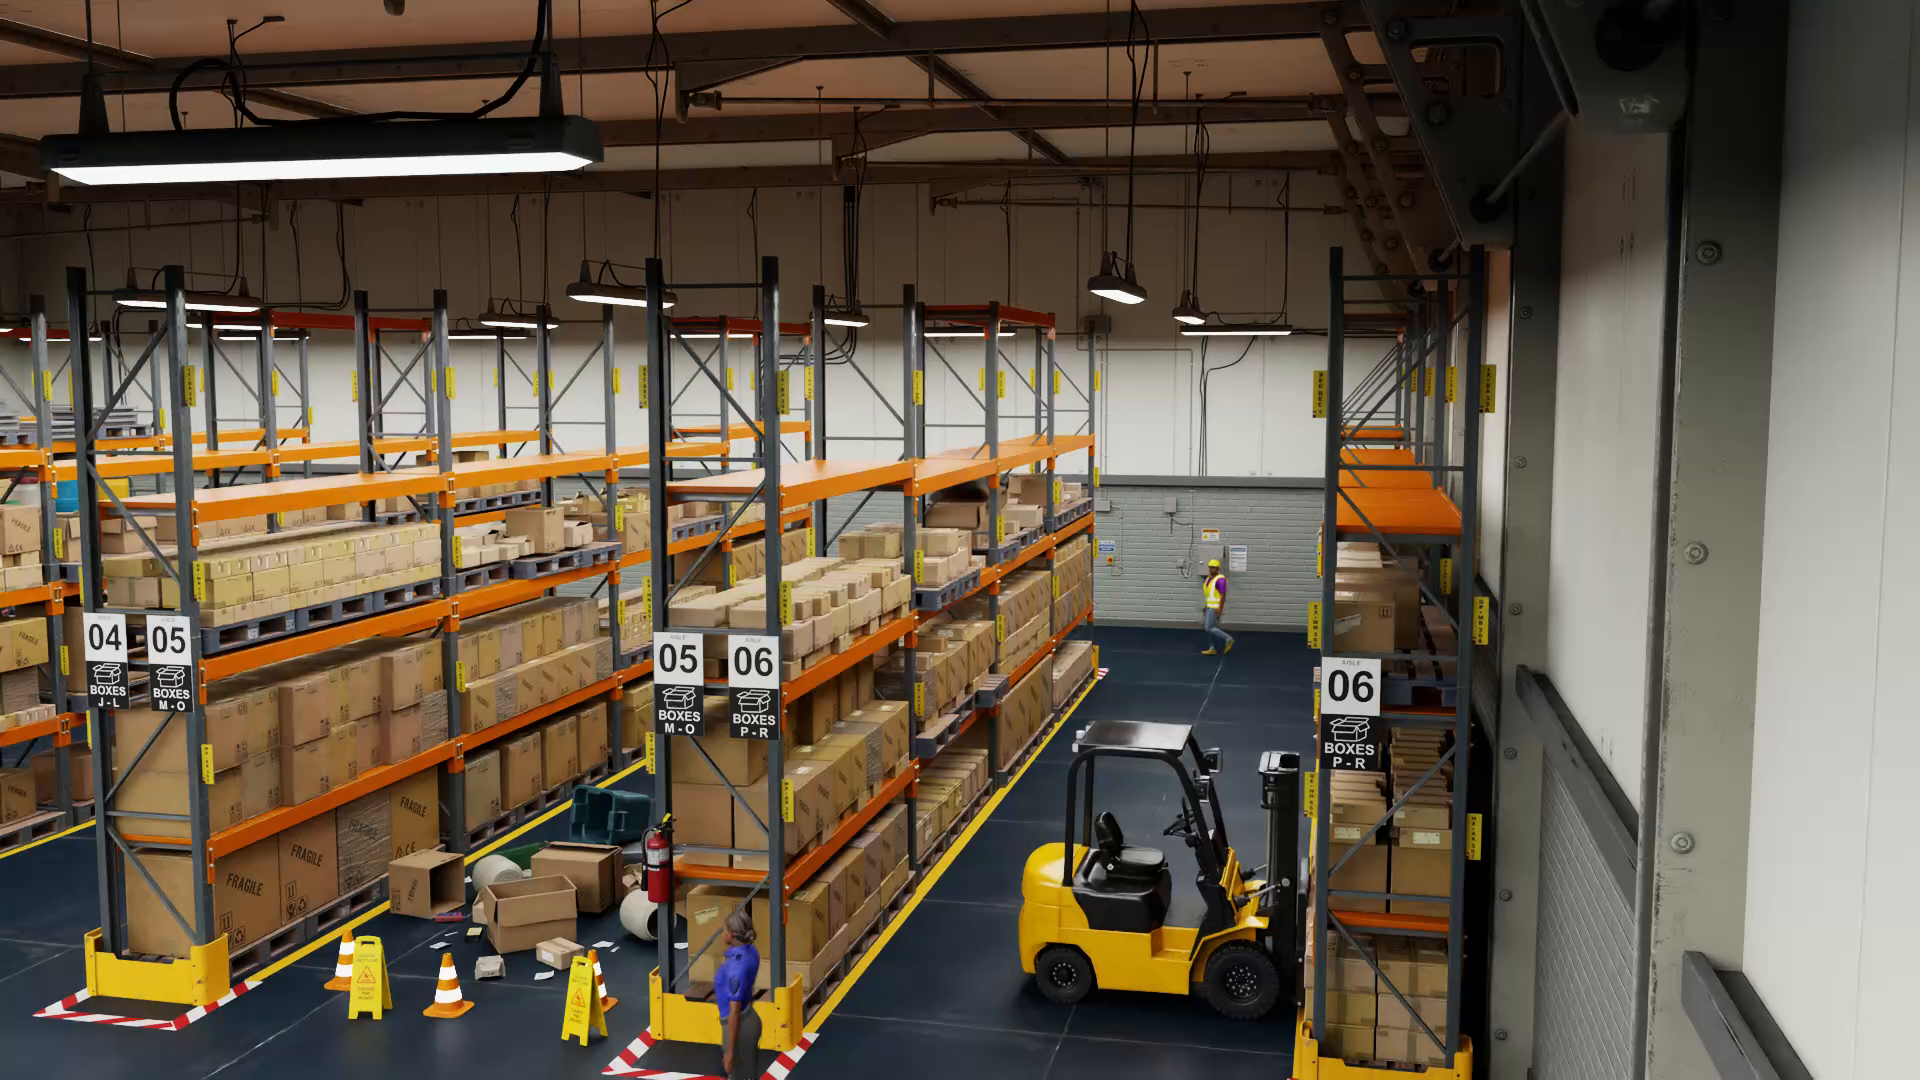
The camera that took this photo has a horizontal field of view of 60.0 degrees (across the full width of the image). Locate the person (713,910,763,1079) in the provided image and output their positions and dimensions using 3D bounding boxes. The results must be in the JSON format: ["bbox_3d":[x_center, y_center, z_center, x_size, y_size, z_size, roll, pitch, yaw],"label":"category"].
[{"bbox_3d":[-1.429,3.257,10.860,0.351,1.697,0.558,0,6,0],"label":"person"}]

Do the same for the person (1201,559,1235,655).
[{"bbox_3d":[4.694,1.222,30.245,0.575,1.747,0.547,0,6,2],"label":"person"}]
